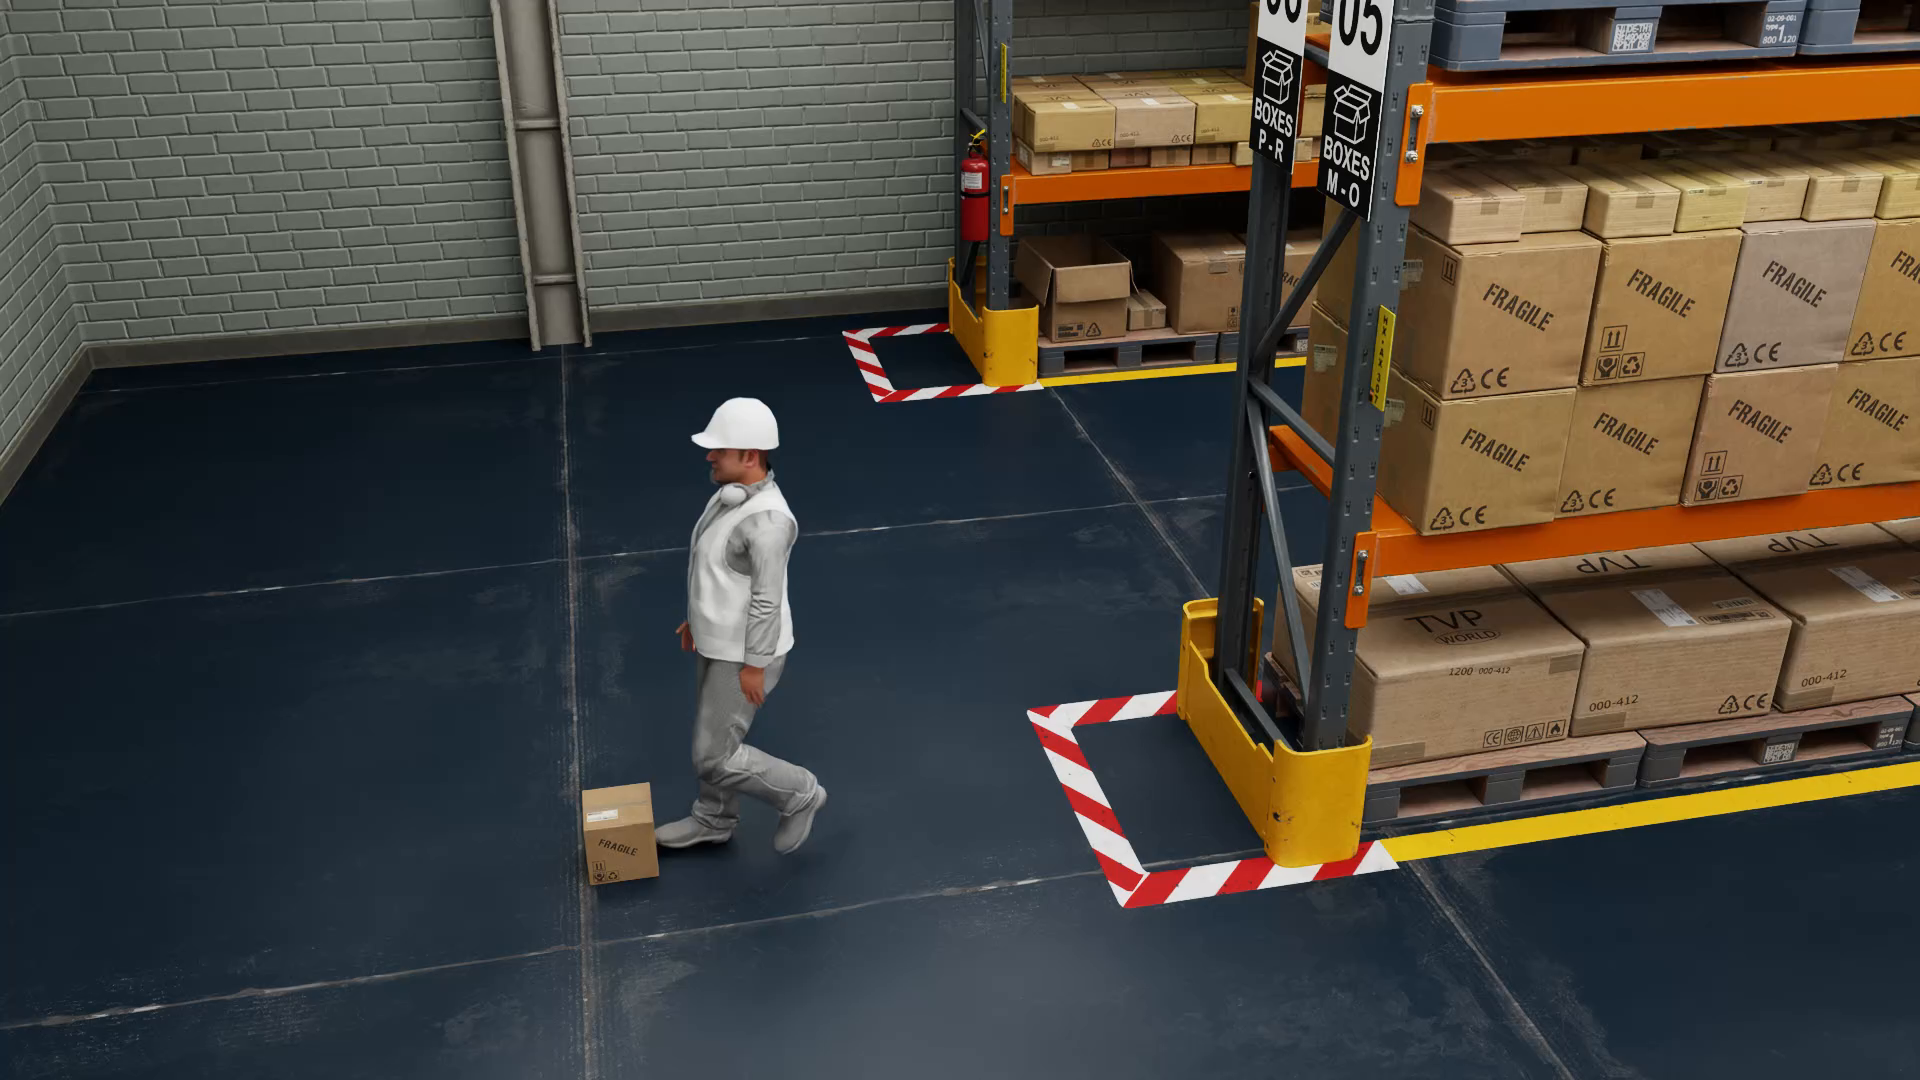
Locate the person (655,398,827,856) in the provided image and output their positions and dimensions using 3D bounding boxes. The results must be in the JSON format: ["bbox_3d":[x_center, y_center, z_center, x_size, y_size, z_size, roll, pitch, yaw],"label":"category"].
[{"bbox_3d":[-0.829,0.351,5.863,0.630,1.763,0.564,-8,28,-16],"label":"person"}]
